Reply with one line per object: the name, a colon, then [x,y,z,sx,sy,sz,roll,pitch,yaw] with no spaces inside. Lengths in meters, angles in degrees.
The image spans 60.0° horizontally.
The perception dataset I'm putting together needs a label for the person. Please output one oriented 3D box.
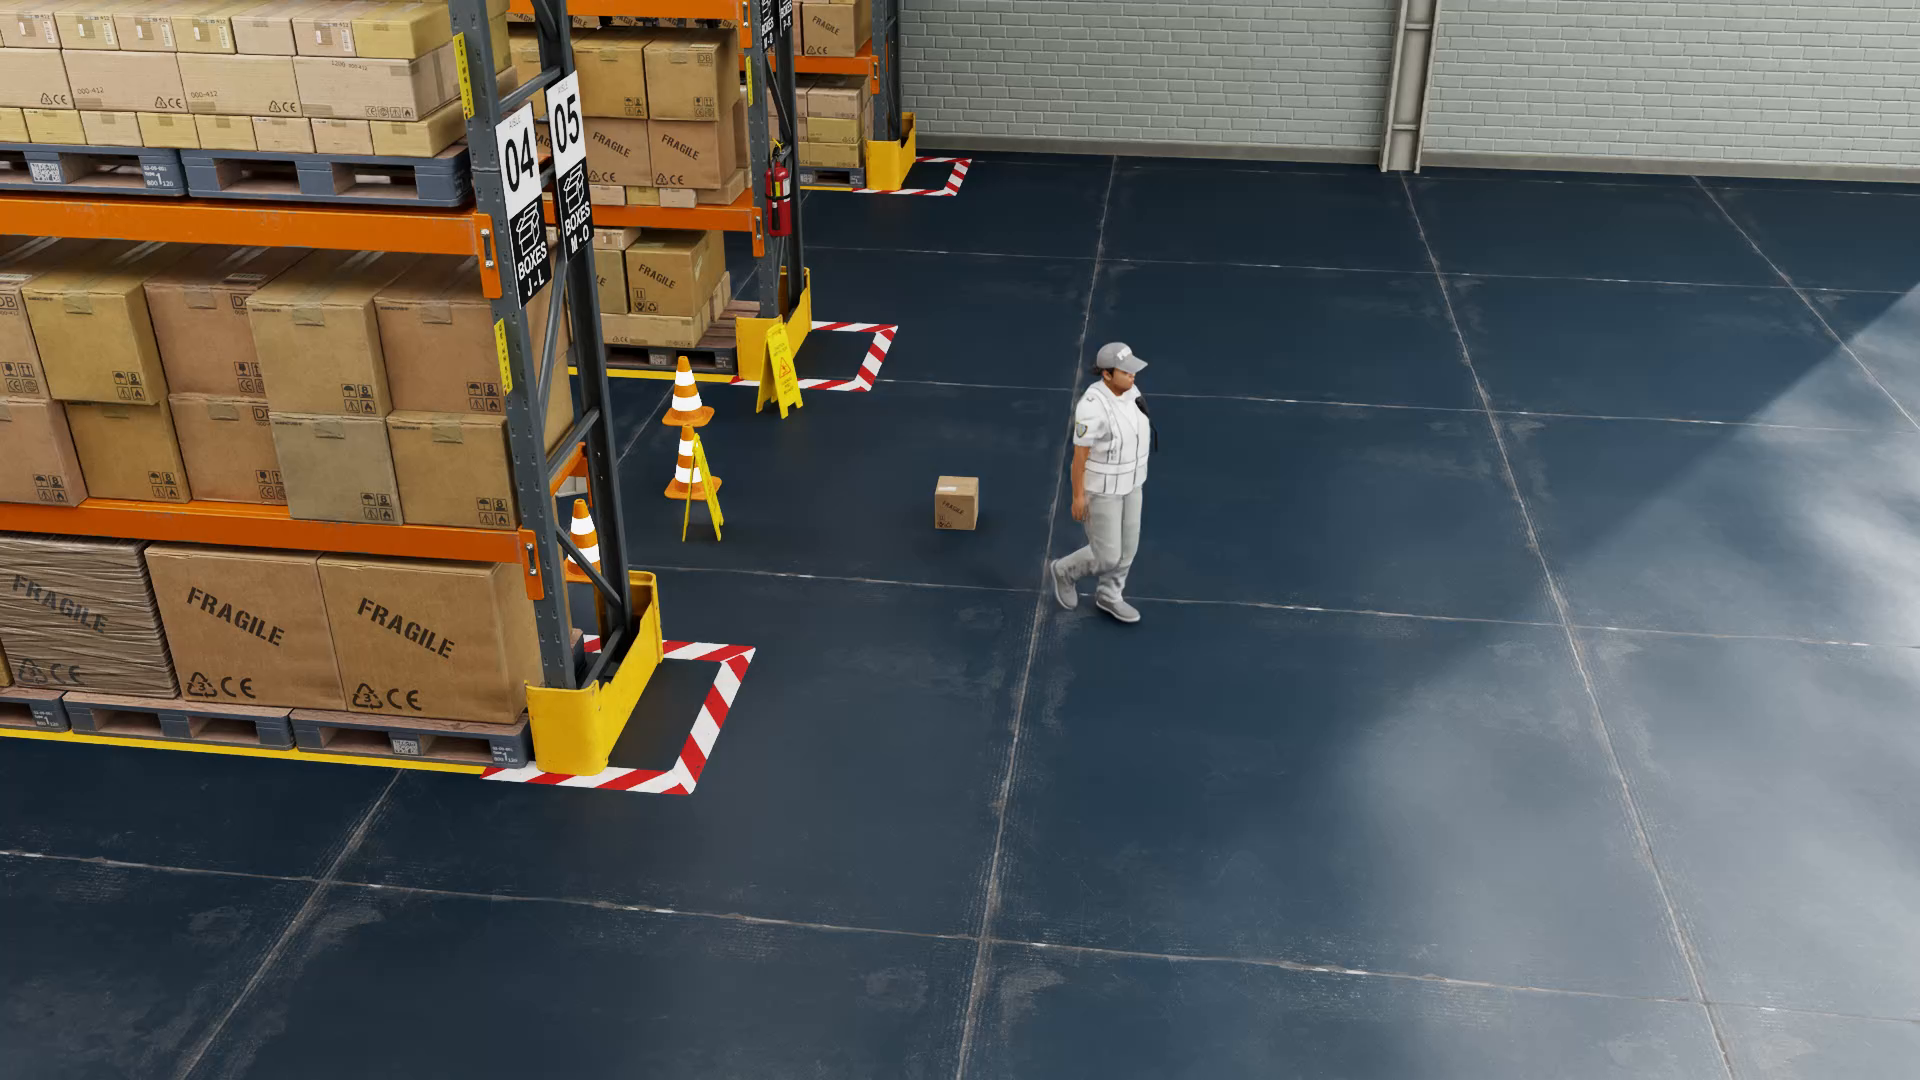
person: [0.791,-0.315,9.154,0.498,1.646,0.502,25,37,37]
